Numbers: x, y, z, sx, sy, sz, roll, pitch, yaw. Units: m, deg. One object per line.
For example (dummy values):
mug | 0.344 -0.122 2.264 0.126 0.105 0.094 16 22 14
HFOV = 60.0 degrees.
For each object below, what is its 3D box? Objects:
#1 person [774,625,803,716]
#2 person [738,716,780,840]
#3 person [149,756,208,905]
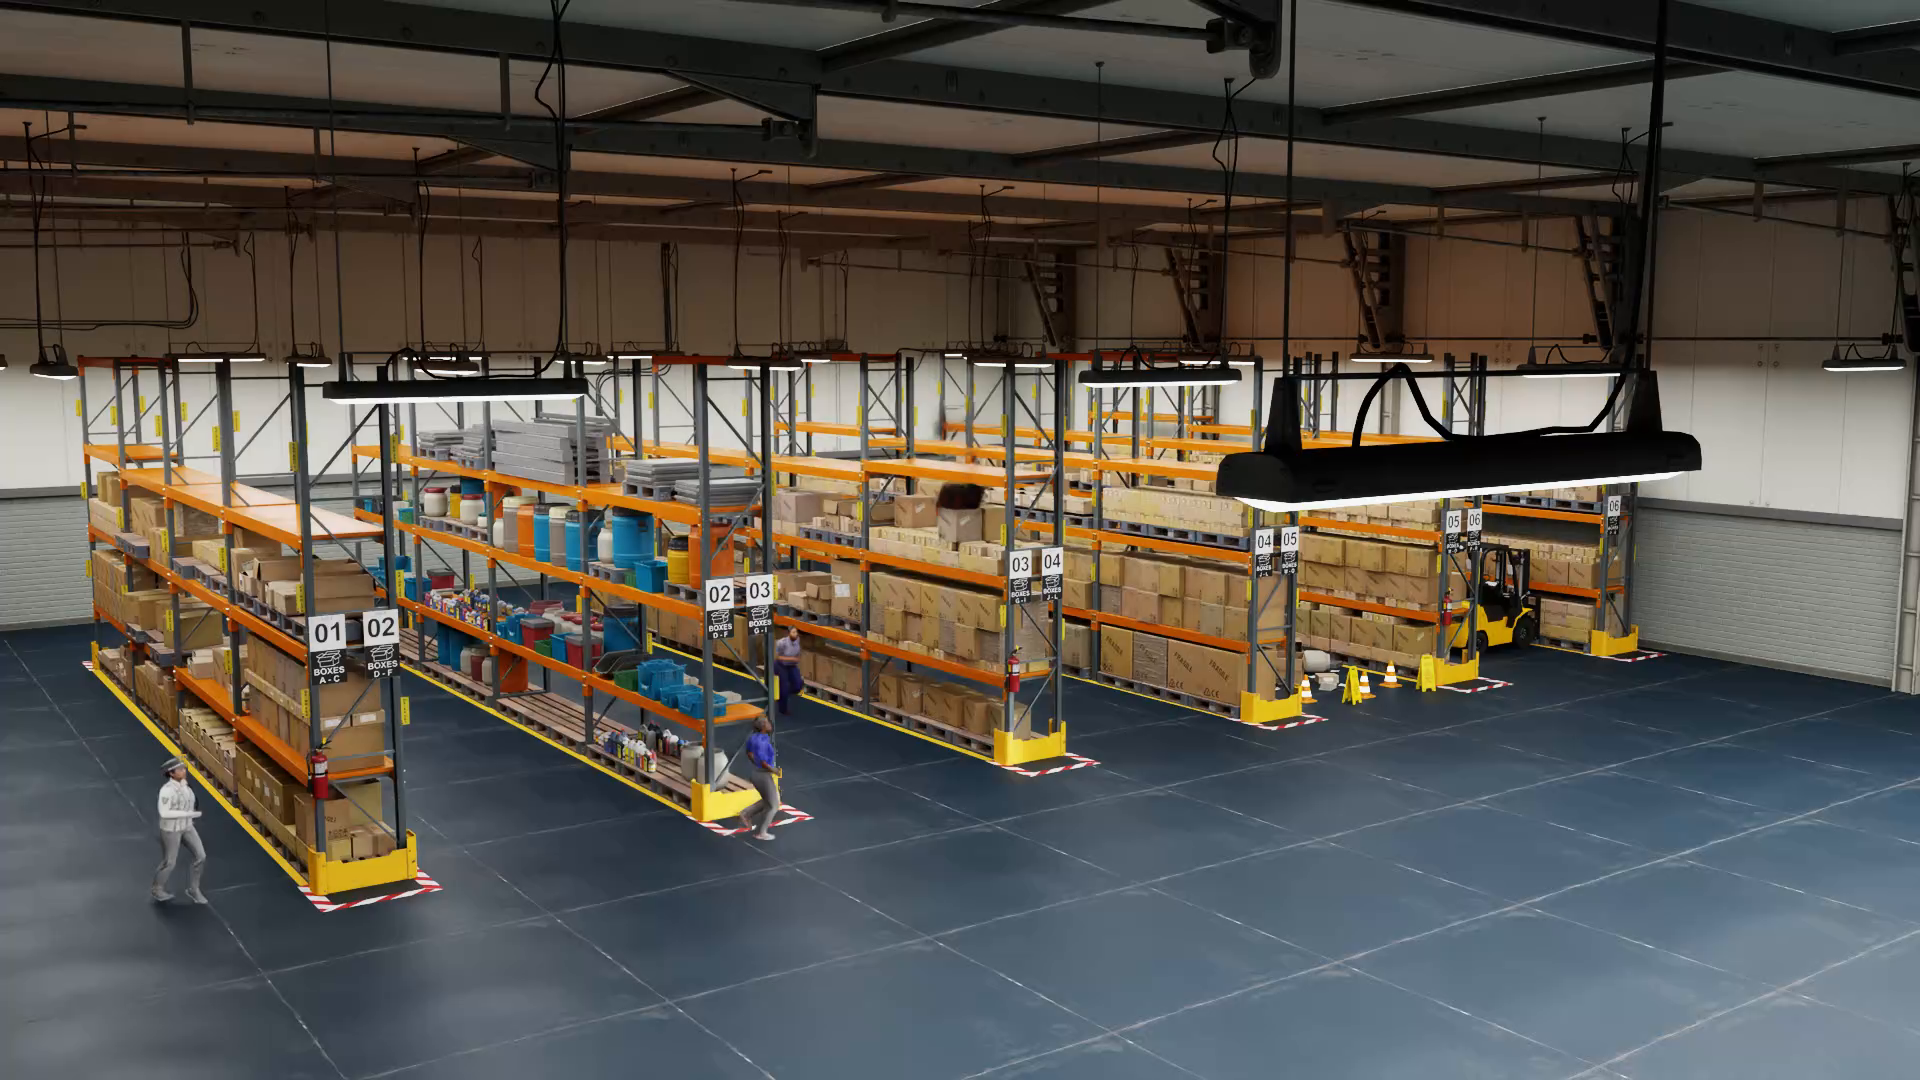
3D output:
person | -2.854 2.193 27.879 0.593 1.573 0.656 -6 9 -39
person | -2.523 3.021 21.004 0.531 1.609 0.615 -2 7 -17
person | -8.745 3.265 18.560 0.736 1.750 0.595 1 7 12
